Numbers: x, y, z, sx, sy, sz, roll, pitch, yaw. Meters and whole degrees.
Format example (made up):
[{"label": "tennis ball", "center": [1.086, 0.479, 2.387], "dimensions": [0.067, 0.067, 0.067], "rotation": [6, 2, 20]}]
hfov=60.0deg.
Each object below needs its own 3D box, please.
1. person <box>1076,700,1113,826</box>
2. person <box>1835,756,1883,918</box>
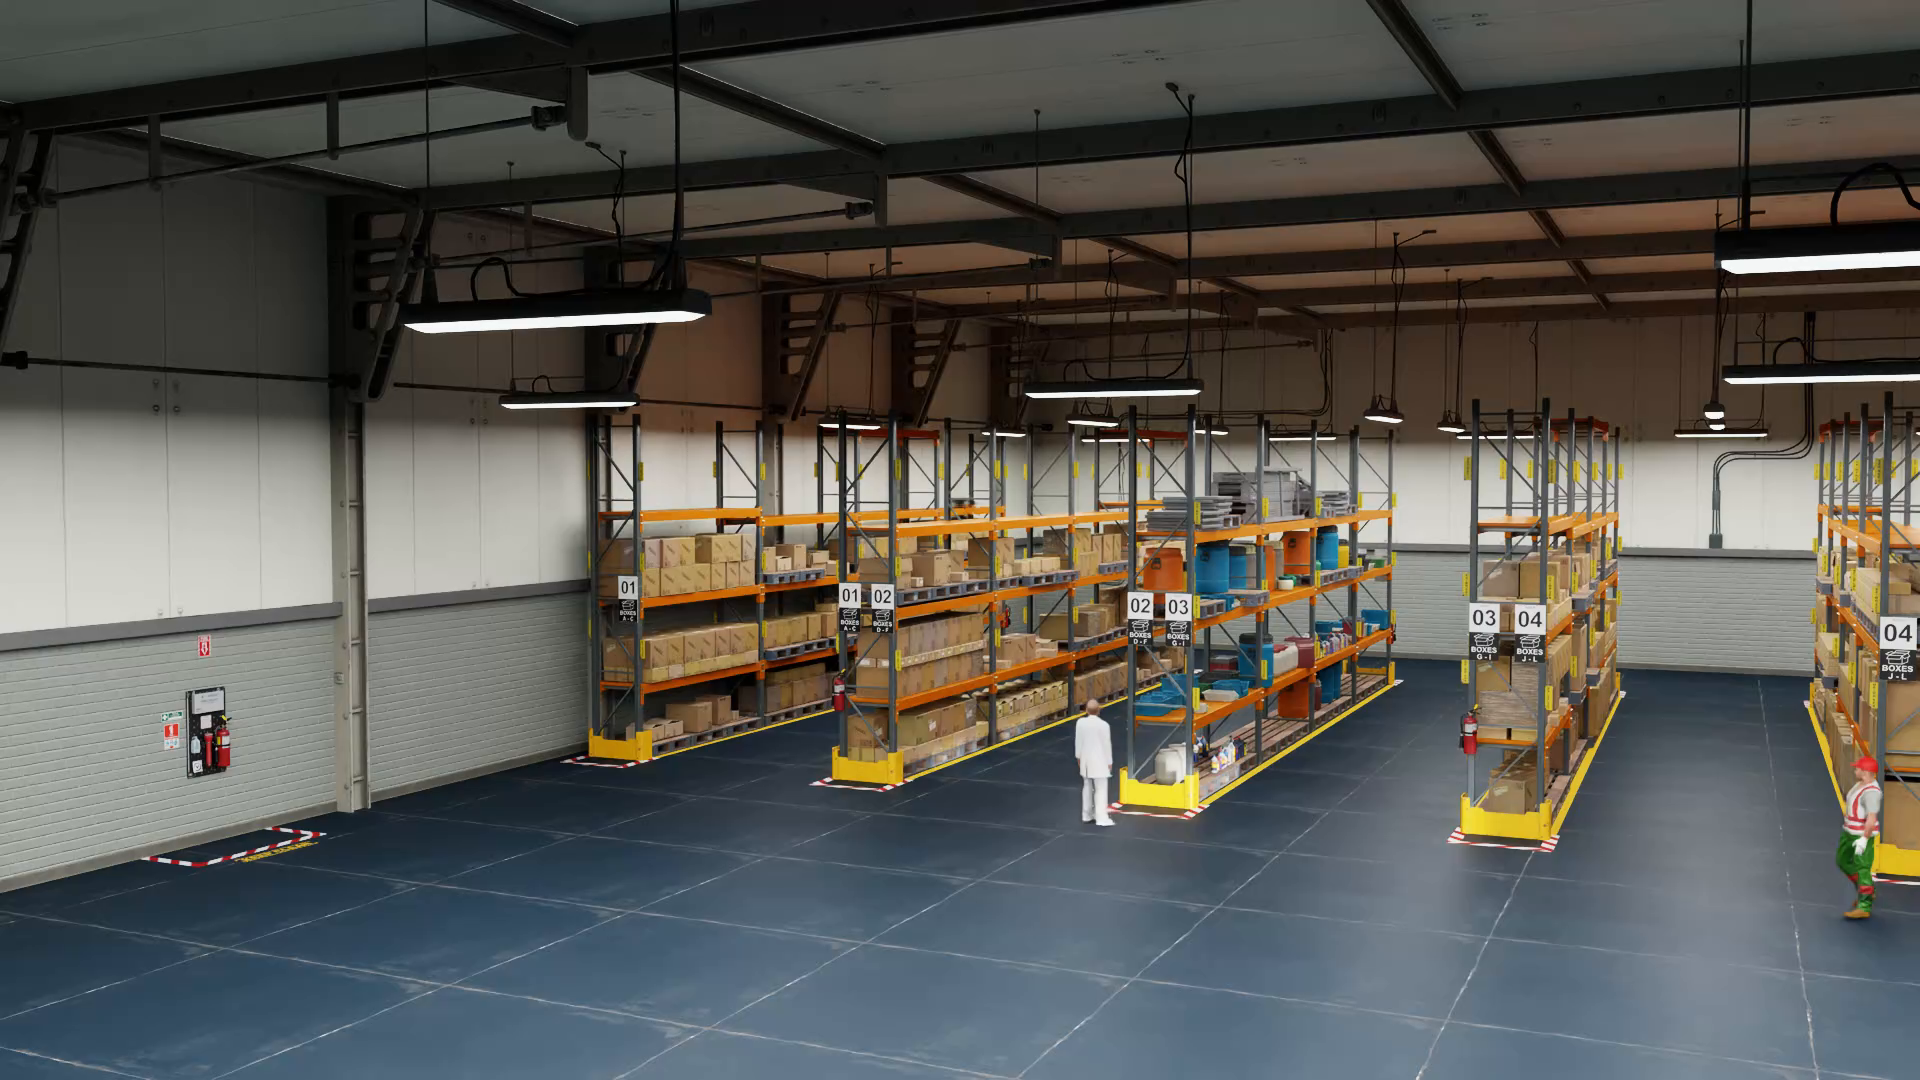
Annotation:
[{"label": "person", "center": [1.951, 3.144, 23.646], "dimensions": [0.536, 1.783, 0.640], "rotation": [-2, 3, -36]}, {"label": "person", "center": [10.148, 3.323, 18.759], "dimensions": [0.501, 1.788, 0.632], "rotation": [0, 2, 3]}]
